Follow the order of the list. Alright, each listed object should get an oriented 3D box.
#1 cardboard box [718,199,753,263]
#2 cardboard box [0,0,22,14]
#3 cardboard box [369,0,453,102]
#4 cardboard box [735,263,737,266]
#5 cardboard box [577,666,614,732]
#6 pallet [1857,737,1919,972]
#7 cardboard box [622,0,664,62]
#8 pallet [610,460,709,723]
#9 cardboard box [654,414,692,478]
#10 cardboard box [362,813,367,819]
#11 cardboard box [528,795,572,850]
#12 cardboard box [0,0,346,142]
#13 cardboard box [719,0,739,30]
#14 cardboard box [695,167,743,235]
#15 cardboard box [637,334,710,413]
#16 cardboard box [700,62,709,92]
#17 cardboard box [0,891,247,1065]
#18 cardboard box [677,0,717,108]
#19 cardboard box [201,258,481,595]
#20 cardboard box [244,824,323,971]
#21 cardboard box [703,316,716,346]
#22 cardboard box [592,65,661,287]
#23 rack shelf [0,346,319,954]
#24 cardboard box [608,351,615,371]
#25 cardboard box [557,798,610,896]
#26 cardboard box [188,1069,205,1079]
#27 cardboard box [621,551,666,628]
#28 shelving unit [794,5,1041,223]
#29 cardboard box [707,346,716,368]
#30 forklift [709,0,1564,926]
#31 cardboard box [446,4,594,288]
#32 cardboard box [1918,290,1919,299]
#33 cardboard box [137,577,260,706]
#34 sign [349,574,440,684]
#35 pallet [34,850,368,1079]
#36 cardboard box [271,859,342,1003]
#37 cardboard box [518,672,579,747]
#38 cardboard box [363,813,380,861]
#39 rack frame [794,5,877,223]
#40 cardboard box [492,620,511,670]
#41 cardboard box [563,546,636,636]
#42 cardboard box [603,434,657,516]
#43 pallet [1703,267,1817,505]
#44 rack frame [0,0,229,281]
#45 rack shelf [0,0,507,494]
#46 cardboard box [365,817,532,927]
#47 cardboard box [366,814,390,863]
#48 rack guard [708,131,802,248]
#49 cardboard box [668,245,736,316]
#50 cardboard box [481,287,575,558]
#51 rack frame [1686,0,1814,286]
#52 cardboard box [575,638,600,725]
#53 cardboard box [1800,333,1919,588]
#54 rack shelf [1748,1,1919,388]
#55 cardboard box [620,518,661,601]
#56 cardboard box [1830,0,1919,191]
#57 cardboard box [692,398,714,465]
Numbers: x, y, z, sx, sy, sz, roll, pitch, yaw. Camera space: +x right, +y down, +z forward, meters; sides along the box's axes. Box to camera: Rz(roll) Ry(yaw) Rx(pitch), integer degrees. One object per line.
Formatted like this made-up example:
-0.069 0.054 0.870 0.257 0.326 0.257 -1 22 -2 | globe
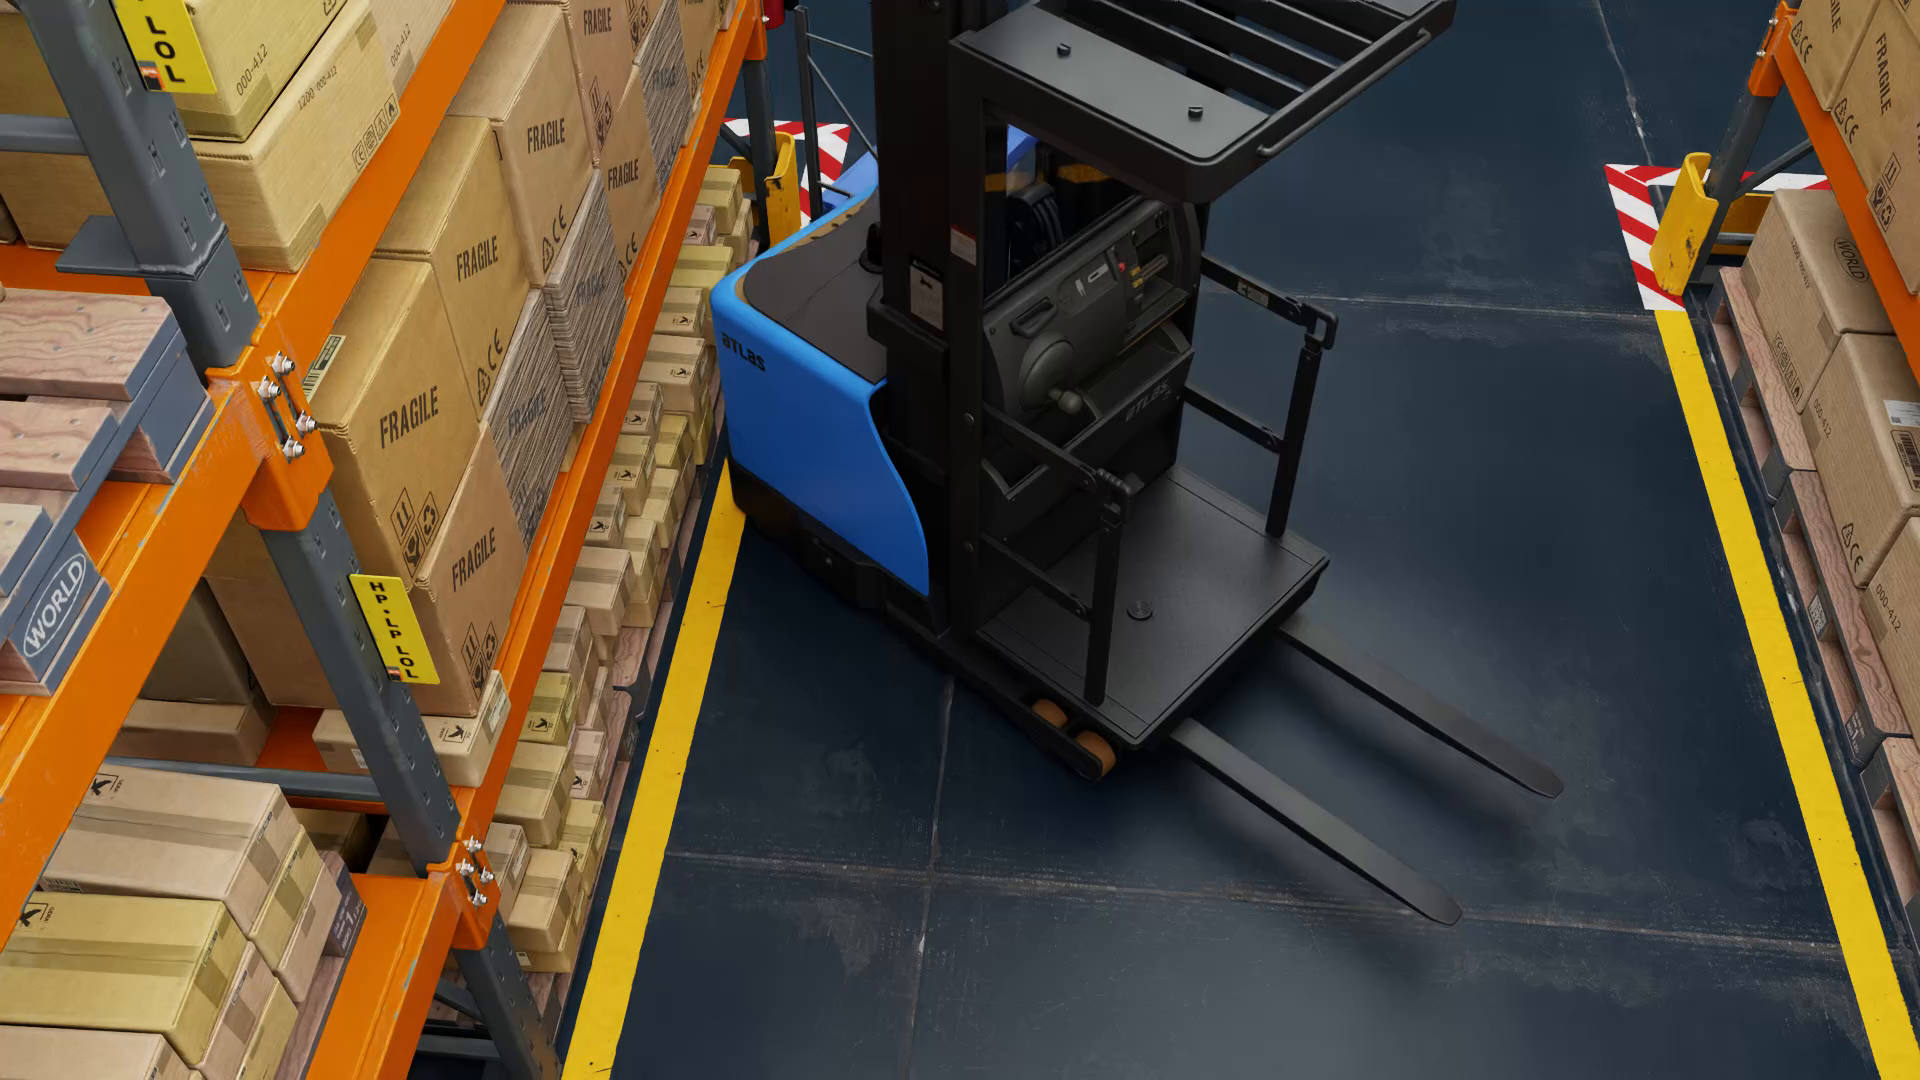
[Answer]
-1.061 -1.277 6.831 0.380 0.149 0.250 3 48 2 | cardboard box
-1.394 -0.927 2.525 0.380 0.149 0.250 3 48 3 | cardboard box
-1.320 -1.118 3.308 0.500 0.250 0.500 3 48 3 | cardboard box
-1.137 -1.183 6.946 0.380 0.149 0.250 5 48 4 | cardboard box
-1.340 0.538 5.372 0.380 0.149 0.250 3 48 3 | cardboard box
3.425 1.182 5.026 1.003 0.211 1.213 4 48 4 | pallet
-1.175 -1.768 4.887 0.500 0.500 0.500 6 48 5 | cardboard box
-1.527 0.082 6.032 1.003 0.211 1.213 4 48 4 | pallet
-1.182 -0.326 5.962 0.380 0.149 0.250 6 48 5 | cardboard box
-1.904 0.686 4.834 0.380 0.149 0.250 4 48 4 | cardboard box
-1.376 0.819 4.914 0.380 0.149 0.250 4 48 4 | cardboard box
-1.378 -0.933 2.800 0.500 0.250 0.500 5 48 5 | cardboard box
-1.045 -2.061 6.272 0.380 0.149 0.250 4 48 4 | cardboard box
-1.093 -1.378 6.722 0.380 0.149 0.250 4 48 4 | cardboard box
-1.126 -0.612 6.021 0.380 0.149 0.250 5 48 5 | cardboard box
-1.113 -1.695 5.938 0.380 0.149 0.250 3 48 3 | cardboard box
-1.527 0.783 2.983 0.380 0.149 0.250 3 48 2 | cardboard box
-1.133 -1.813 5.606 0.500 0.500 0.500 3 48 3 | cardboard box
-1.377 -0.251 3.500 0.500 0.500 0.500 5 48 4 | cardboard box
-1.501 0.684 3.276 0.380 0.149 0.250 5 48 5 | cardboard box
-1.106 -0.895 6.482 0.380 0.149 0.250 2 48 2 | cardboard box
-1.226 -1.074 4.930 0.500 0.500 0.500 6 48 5 | cardboard box
-1.844 1.235 1.542 1.077 0.370 4.000 4 48 4 | rack shelf
-1.238 -0.537 4.879 0.380 0.149 0.250 6 48 5 | cardboard box
-1.284 0.914 5.028 0.380 0.149 0.250 5 48 5 | cardboard box
-1.549 1.059 2.932 0.380 0.149 0.250 6 48 5 | cardboard box
-1.230 0.154 5.724 0.380 0.149 0.250 3 48 2 | cardboard box
-0.111 -1.633 6.728 0.538 1.500 1.048 24 52 20 | shelving unit
-1.169 -0.799 6.595 0.380 0.149 0.250 4 48 3 | cardboard box
0.564 -0.636 4.846 3.031 2.935 1.130 34 56 27 | forklift
-1.269 -1.002 4.186 0.500 0.500 0.500 5 48 4 | cardboard box
3.201 -0.730 4.817 0.500 0.500 0.500 5 48 5 | cardboard box
-1.899 0.027 3.923 0.500 0.500 0.500 4 48 4 | cardboard box
-1.108 0.179 3.269 0.100 0.325 0.005 4 48 4 | sign
-1.876 1.152 3.294 1.003 0.211 1.213 4 48 4 | pallet
-1.500 0.784 3.386 0.380 0.149 0.250 3 48 3 | cardboard box
-1.365 0.528 4.978 0.380 0.149 0.250 3 48 3 | cardboard box
-1.937 0.803 4.929 0.380 0.149 0.250 2 48 2 | cardboard box
-0.374 -1.313 6.434 0.500 1.500 0.032 24 52 20 | rack frame
-1.360 0.239 4.169 0.380 0.149 0.250 5 48 5 | cardboard box
-1.260 0.153 5.321 0.380 0.149 0.250 5 48 4 | cardboard box
-1.256 -0.231 5.673 0.380 0.149 0.250 4 48 4 | cardboard box
3.647 -0.611 6.666 1.003 0.211 1.213 4 48 4 | pallet
-1.661 -1.489 1.514 1.000 3.000 0.127 4 48 4 | rack frame
-1.479 -1.704 4.230 1.077 0.370 4.000 4 48 4 | rack shelf
-1.424 0.916 4.624 0.380 0.149 0.250 6 48 5 | cardboard box
-1.858 0.859 5.079 0.380 0.149 0.250 5 48 5 | cardboard box
-1.304 -1.505 7.287 1.175 0.500 0.348 4 48 4 | rack guard
-1.070 -0.999 6.375 0.380 0.149 0.250 3 48 3 | cardboard box
-1.327 -0.310 4.231 0.500 0.500 0.500 4 48 4 | cardboard box
3.642 -2.145 6.179 1.000 3.000 0.127 4 48 4 | rack frame
-1.362 0.439 5.262 0.380 0.149 0.250 2 48 2 | cardboard box
3.606 -0.258 5.905 0.875 0.438 0.875 5 48 5 | cardboard box
3.460 -0.433 5.101 1.077 0.370 4.000 4 48 4 | rack shelf
-1.227 0.057 5.611 0.380 0.149 0.250 4 48 3 | cardboard box
3.294 -1.472 5.496 0.500 0.500 0.500 3 48 3 | cardboard box
-1.140 -0.425 6.253 0.380 0.149 0.250 2 48 2 | cardboard box
